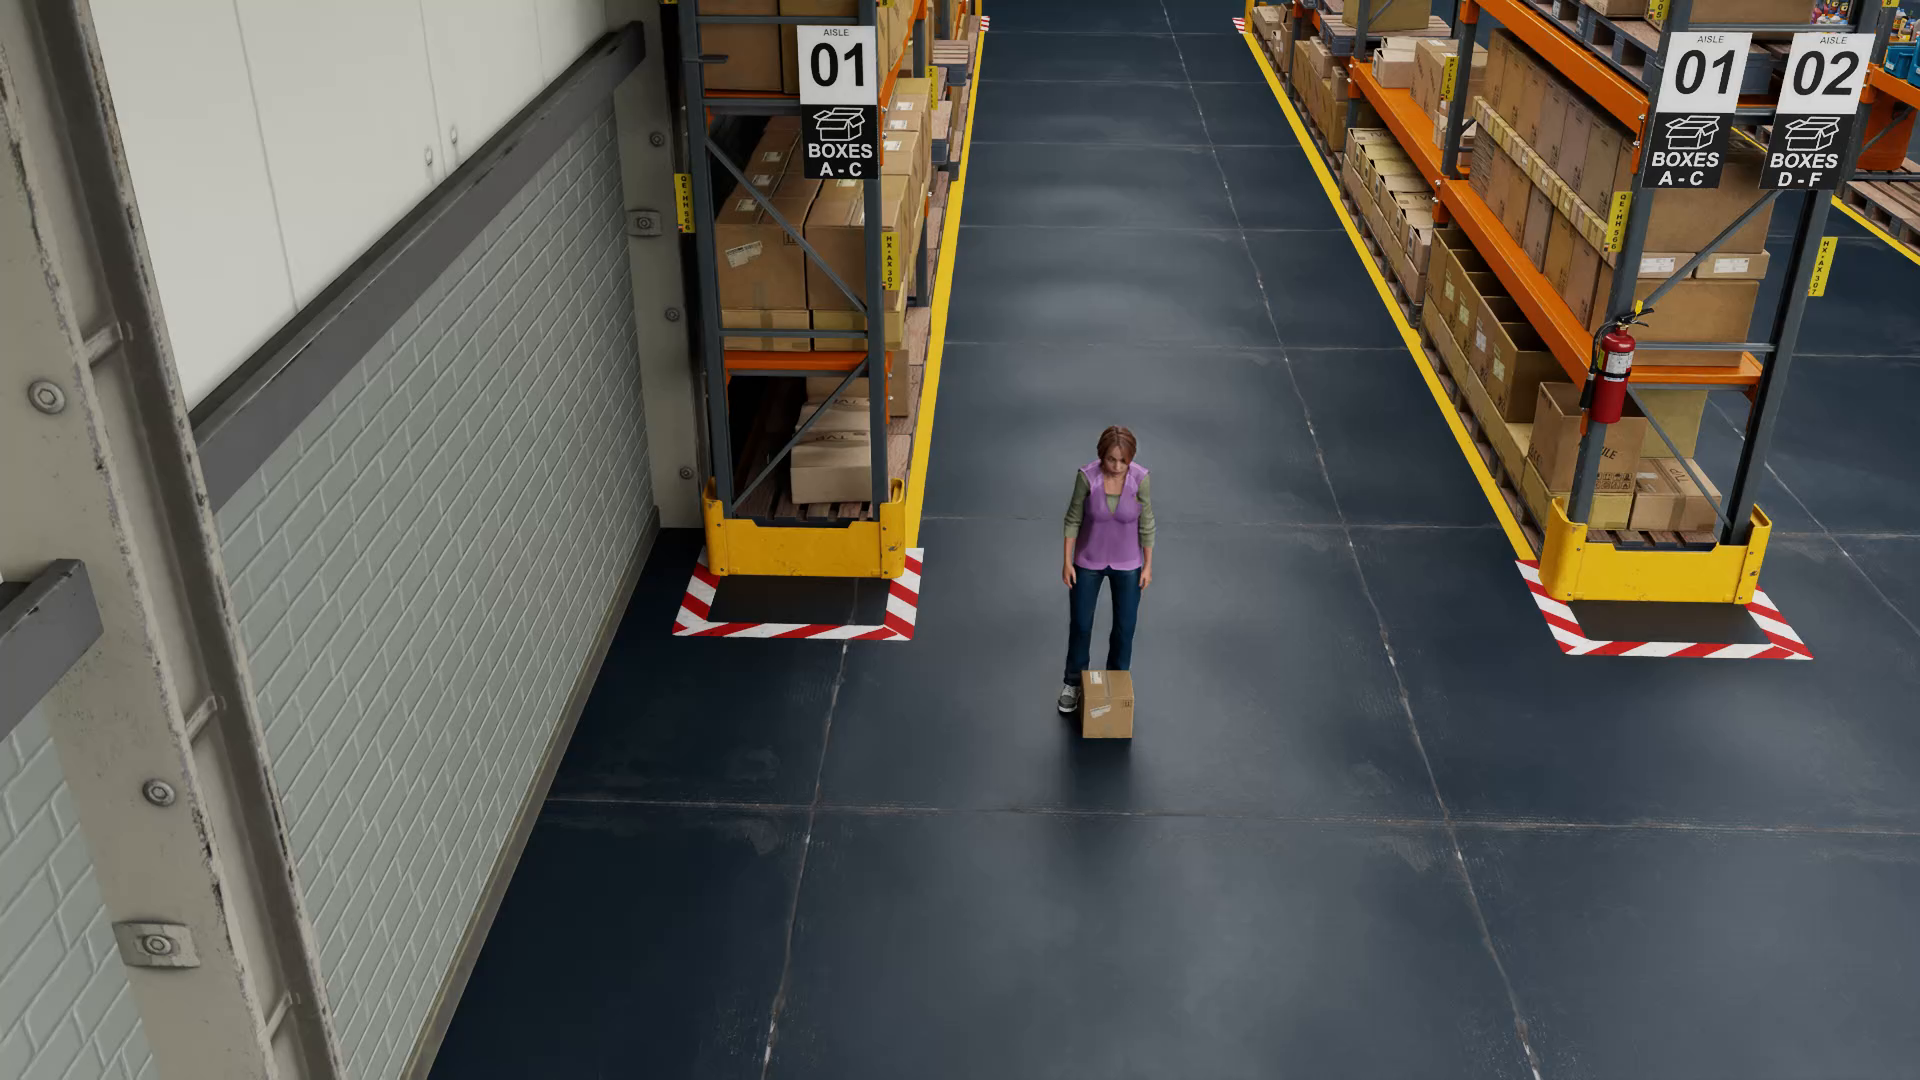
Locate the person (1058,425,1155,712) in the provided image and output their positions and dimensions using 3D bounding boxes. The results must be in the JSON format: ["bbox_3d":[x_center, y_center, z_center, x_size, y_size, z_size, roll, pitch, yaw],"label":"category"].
[{"bbox_3d":[0.745,0.134,8.385,0.460,1.593,0.344,1,28,2],"label":"person"}]
